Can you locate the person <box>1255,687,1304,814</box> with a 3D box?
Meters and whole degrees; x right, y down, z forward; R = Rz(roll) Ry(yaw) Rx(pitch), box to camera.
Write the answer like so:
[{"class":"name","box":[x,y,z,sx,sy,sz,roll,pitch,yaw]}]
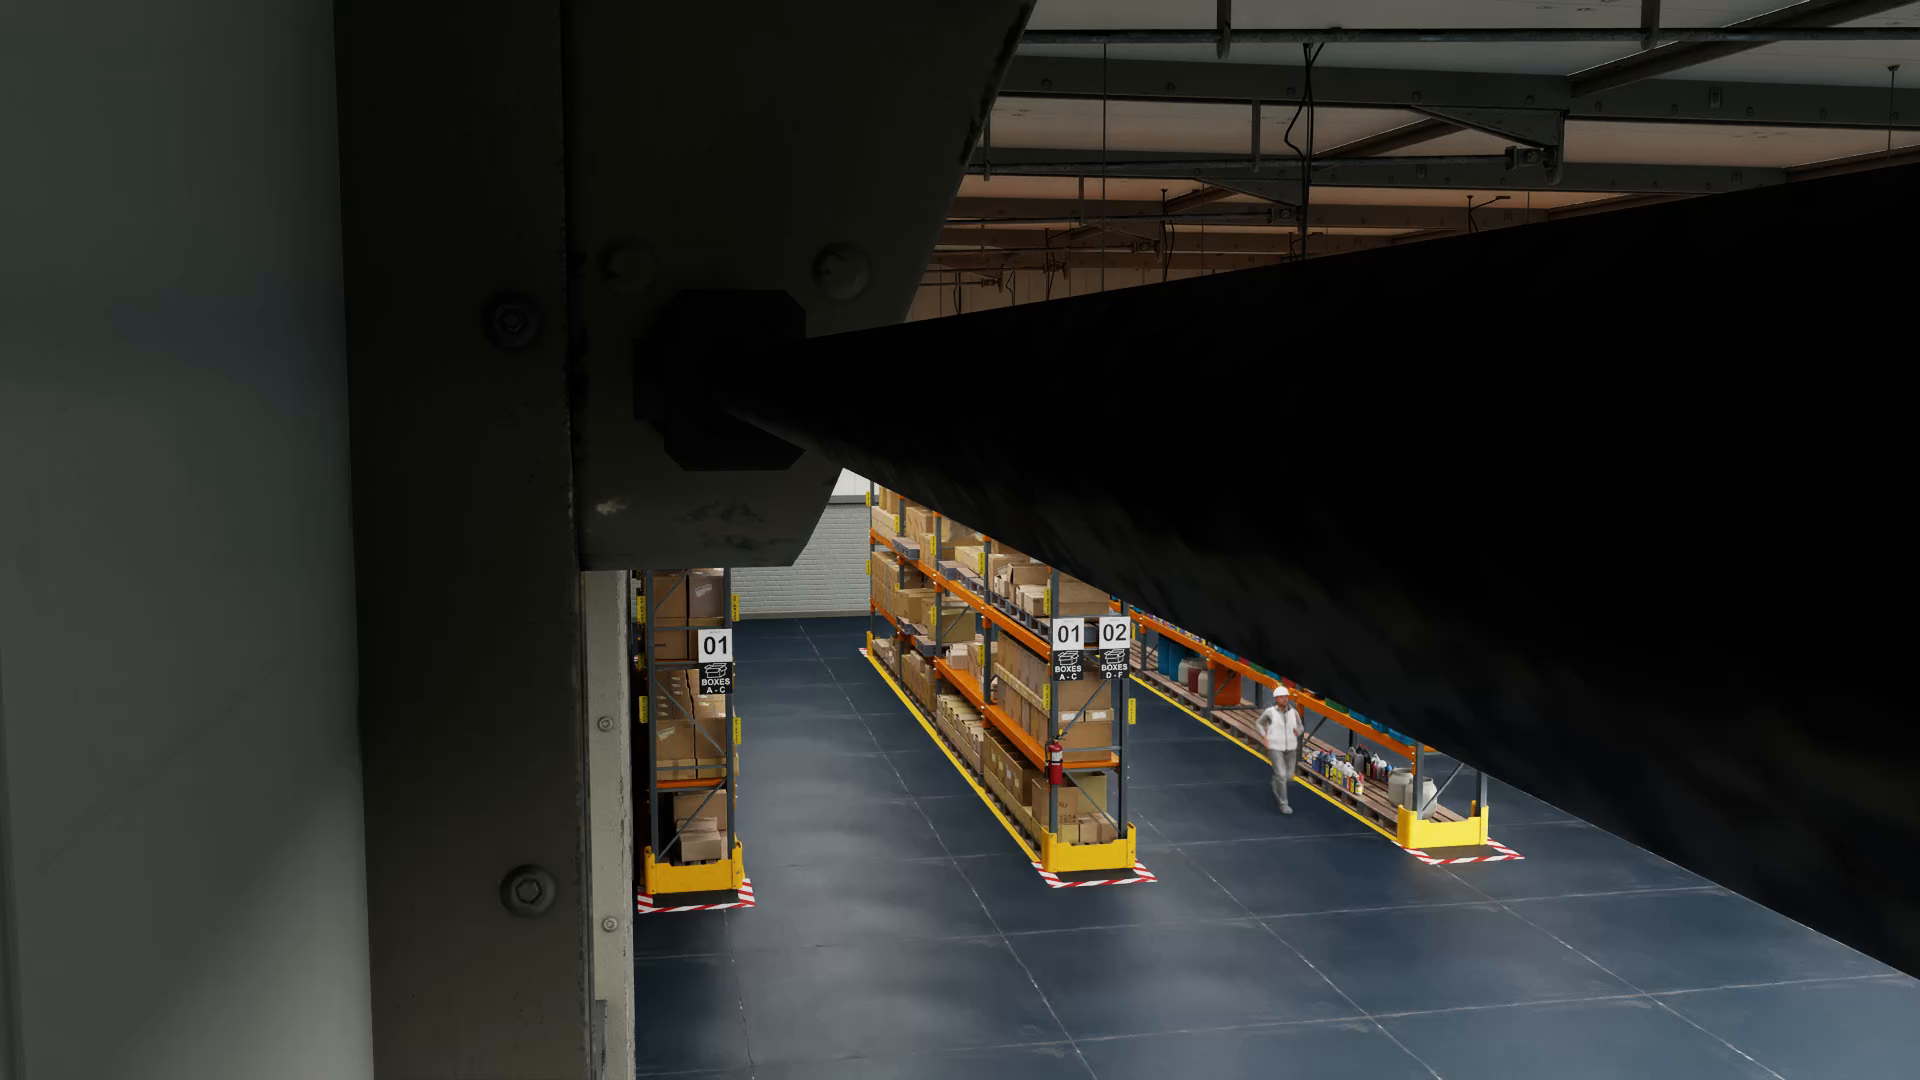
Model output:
[{"class":"person","box":[4.591,2.967,23.783,0.666,1.750,0.929,-1,6,-13]}]
